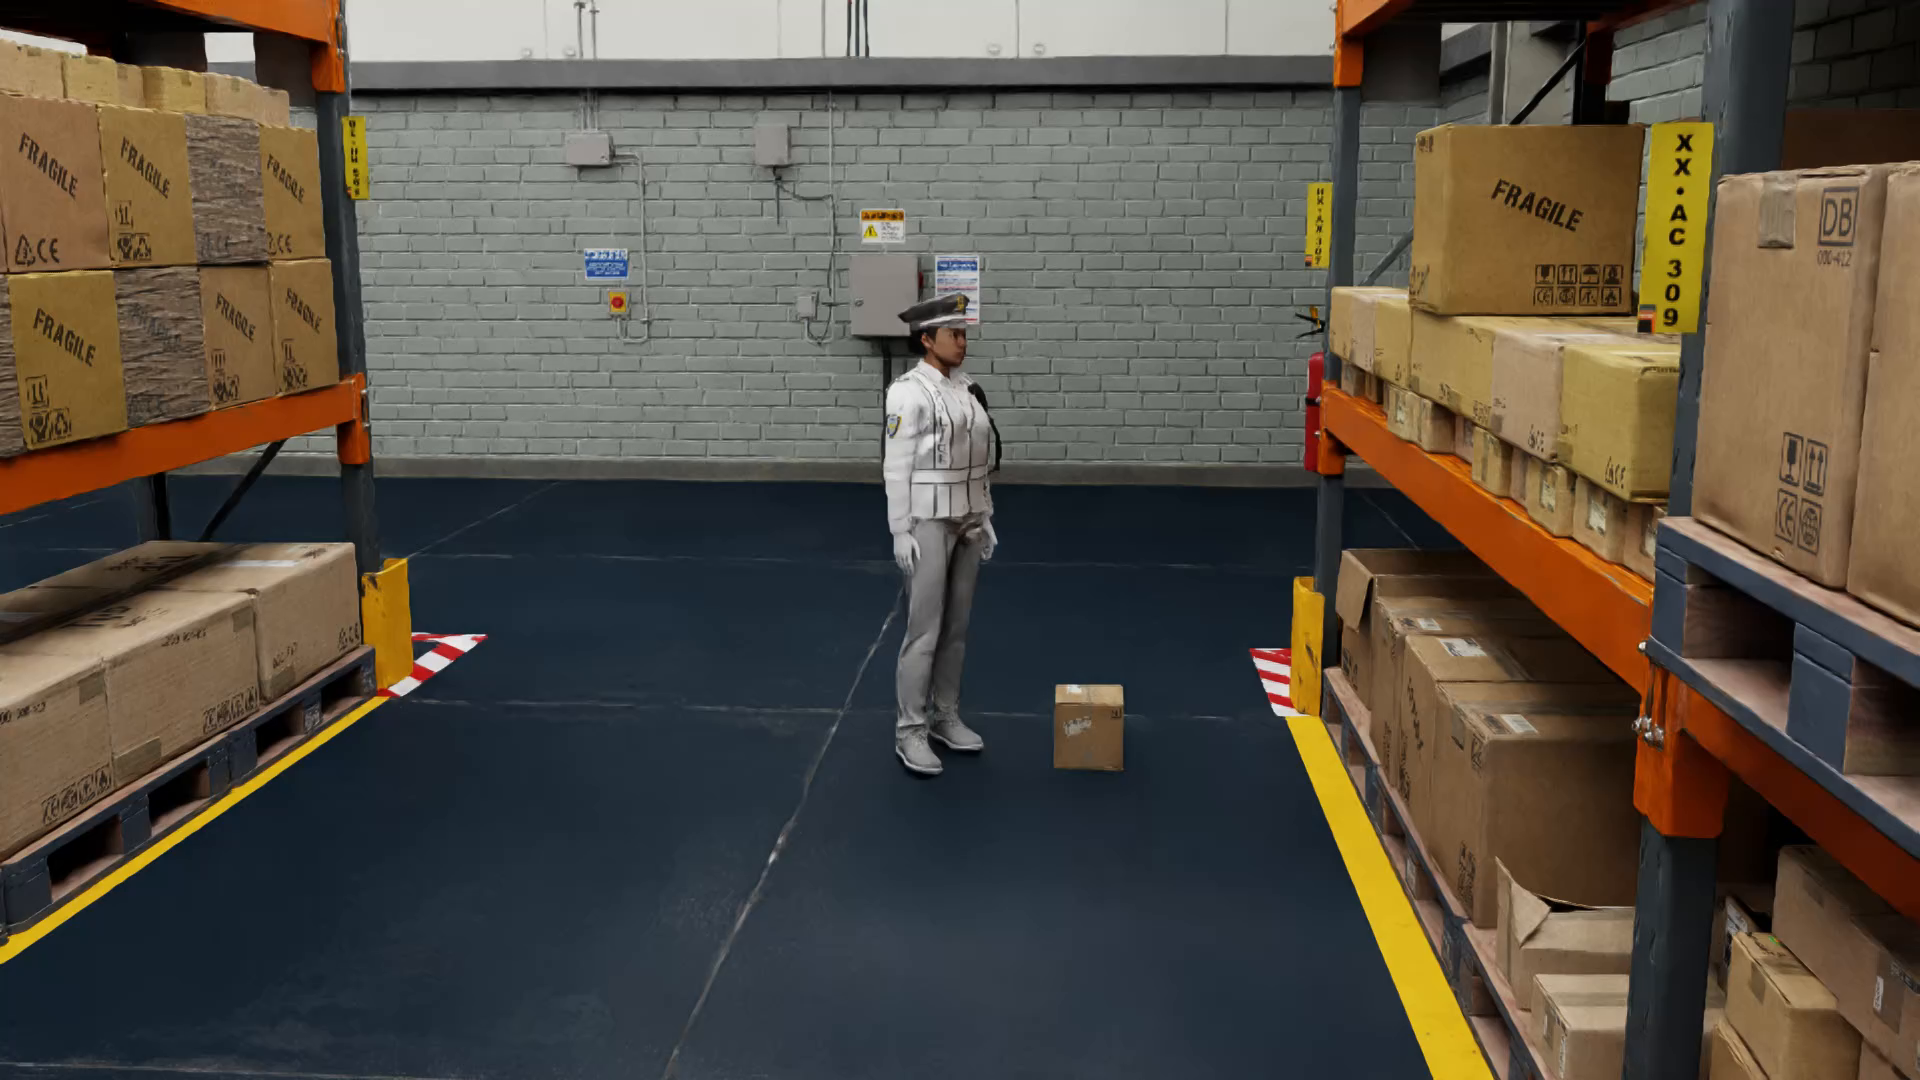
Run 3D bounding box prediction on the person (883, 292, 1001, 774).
[{"bbox_3d":[-0.068,-0.051,6.078,0.387,1.689,0.618,8,14,37],"label":"person"}]
